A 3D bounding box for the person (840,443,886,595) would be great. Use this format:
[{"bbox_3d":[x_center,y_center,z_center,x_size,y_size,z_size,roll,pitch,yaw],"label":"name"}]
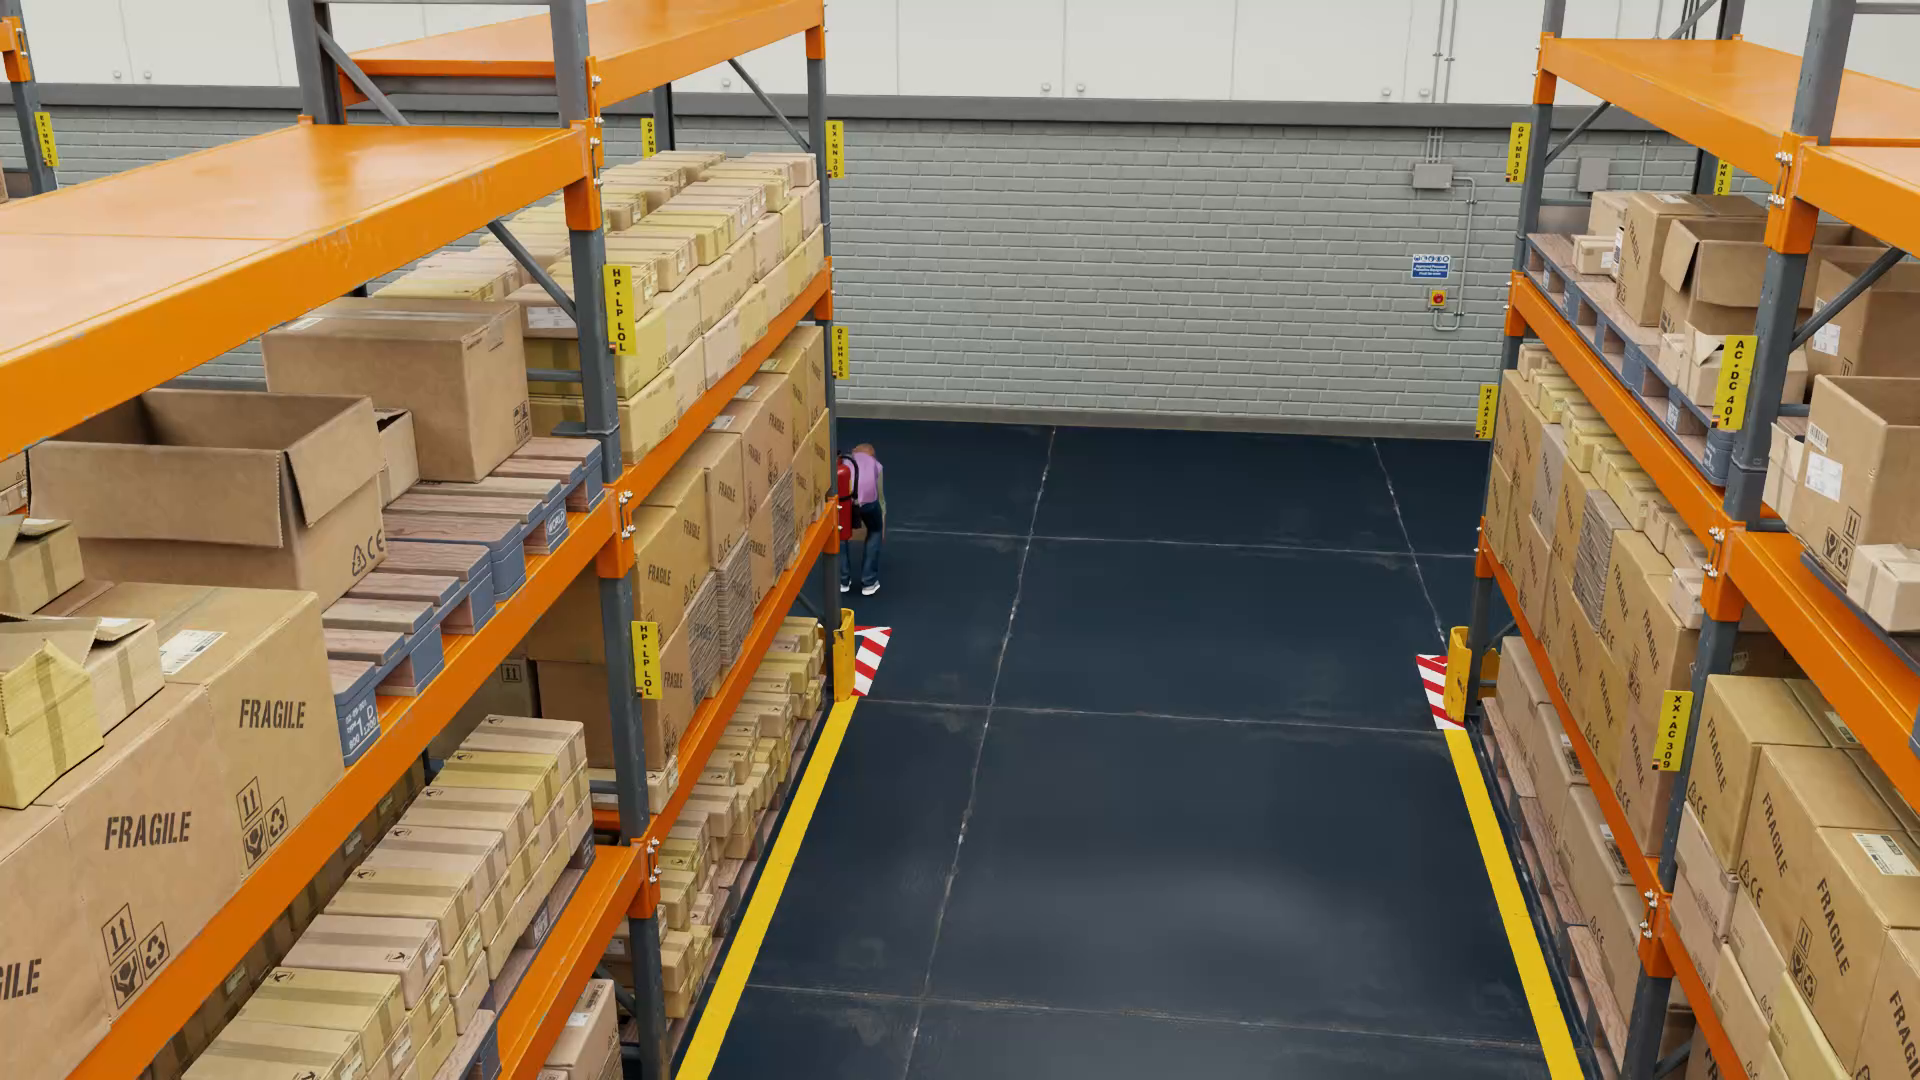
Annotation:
[{"bbox_3d":[-0.747,-0.166,12.337,0.390,1.001,0.871,2,22,4],"label":"person"}]
